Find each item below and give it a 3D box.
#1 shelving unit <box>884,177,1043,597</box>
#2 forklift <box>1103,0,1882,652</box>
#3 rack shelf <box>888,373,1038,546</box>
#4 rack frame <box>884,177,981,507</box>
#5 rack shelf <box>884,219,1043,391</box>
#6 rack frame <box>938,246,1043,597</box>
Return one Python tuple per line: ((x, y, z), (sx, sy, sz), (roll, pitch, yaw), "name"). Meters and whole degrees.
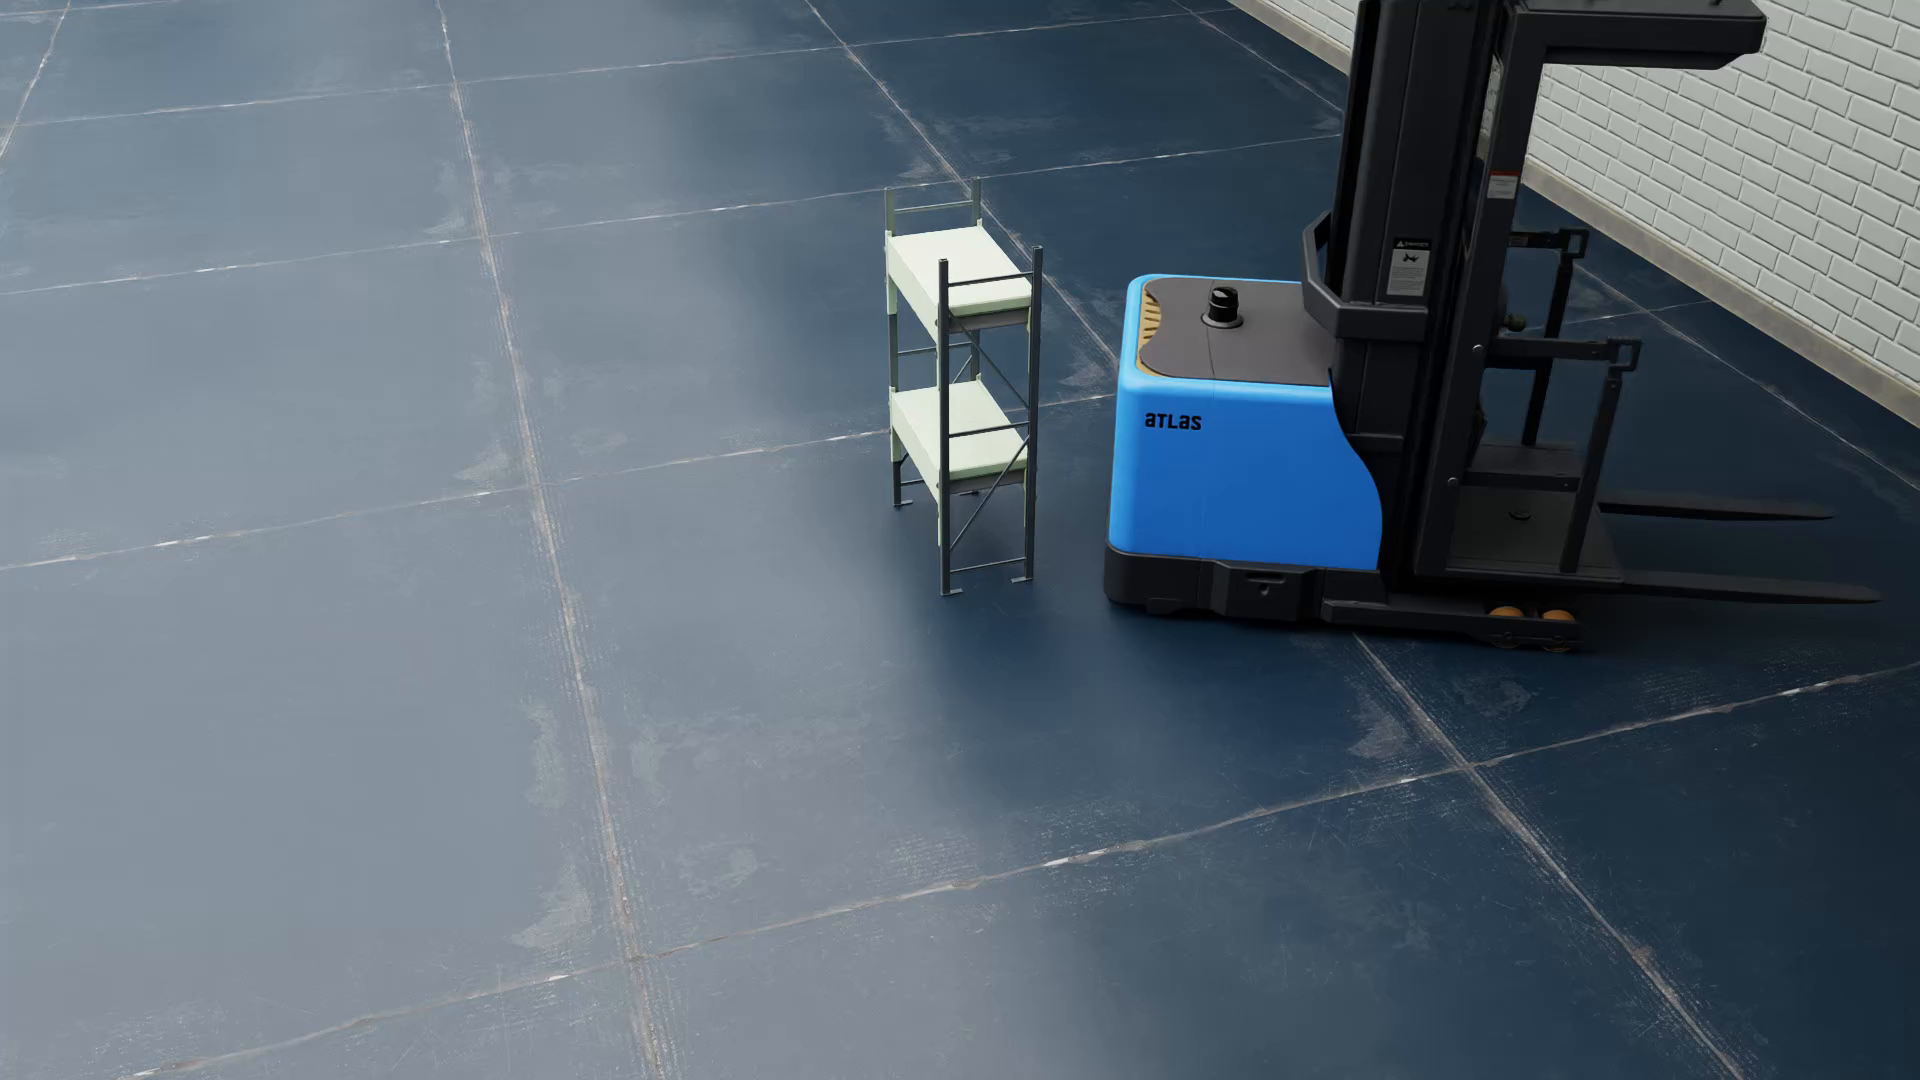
((0.002, -0.622, 6.831), (0.431, 1.500, 0.755), (-10, 35, -15), "shelving unit")
((2.142, -1.092, 6.243), (3.031, 2.935, 1.130), (4, 34, 6), "forklift")
((0.002, -0.350, 7.011), (0.431, 0.370, 0.720), (-10, 35, -15), "rack shelf")
((-0.110, -0.814, 7.122), (0.400, 1.500, 0.023), (-10, 35, -15), "rack frame")
((0.002, -0.948, 6.616), (0.431, 0.370, 0.720), (-10, 35, -15), "rack shelf")
((0.114, -0.430, 6.540), (0.400, 1.500, 0.023), (-10, 35, -15), "rack frame")
